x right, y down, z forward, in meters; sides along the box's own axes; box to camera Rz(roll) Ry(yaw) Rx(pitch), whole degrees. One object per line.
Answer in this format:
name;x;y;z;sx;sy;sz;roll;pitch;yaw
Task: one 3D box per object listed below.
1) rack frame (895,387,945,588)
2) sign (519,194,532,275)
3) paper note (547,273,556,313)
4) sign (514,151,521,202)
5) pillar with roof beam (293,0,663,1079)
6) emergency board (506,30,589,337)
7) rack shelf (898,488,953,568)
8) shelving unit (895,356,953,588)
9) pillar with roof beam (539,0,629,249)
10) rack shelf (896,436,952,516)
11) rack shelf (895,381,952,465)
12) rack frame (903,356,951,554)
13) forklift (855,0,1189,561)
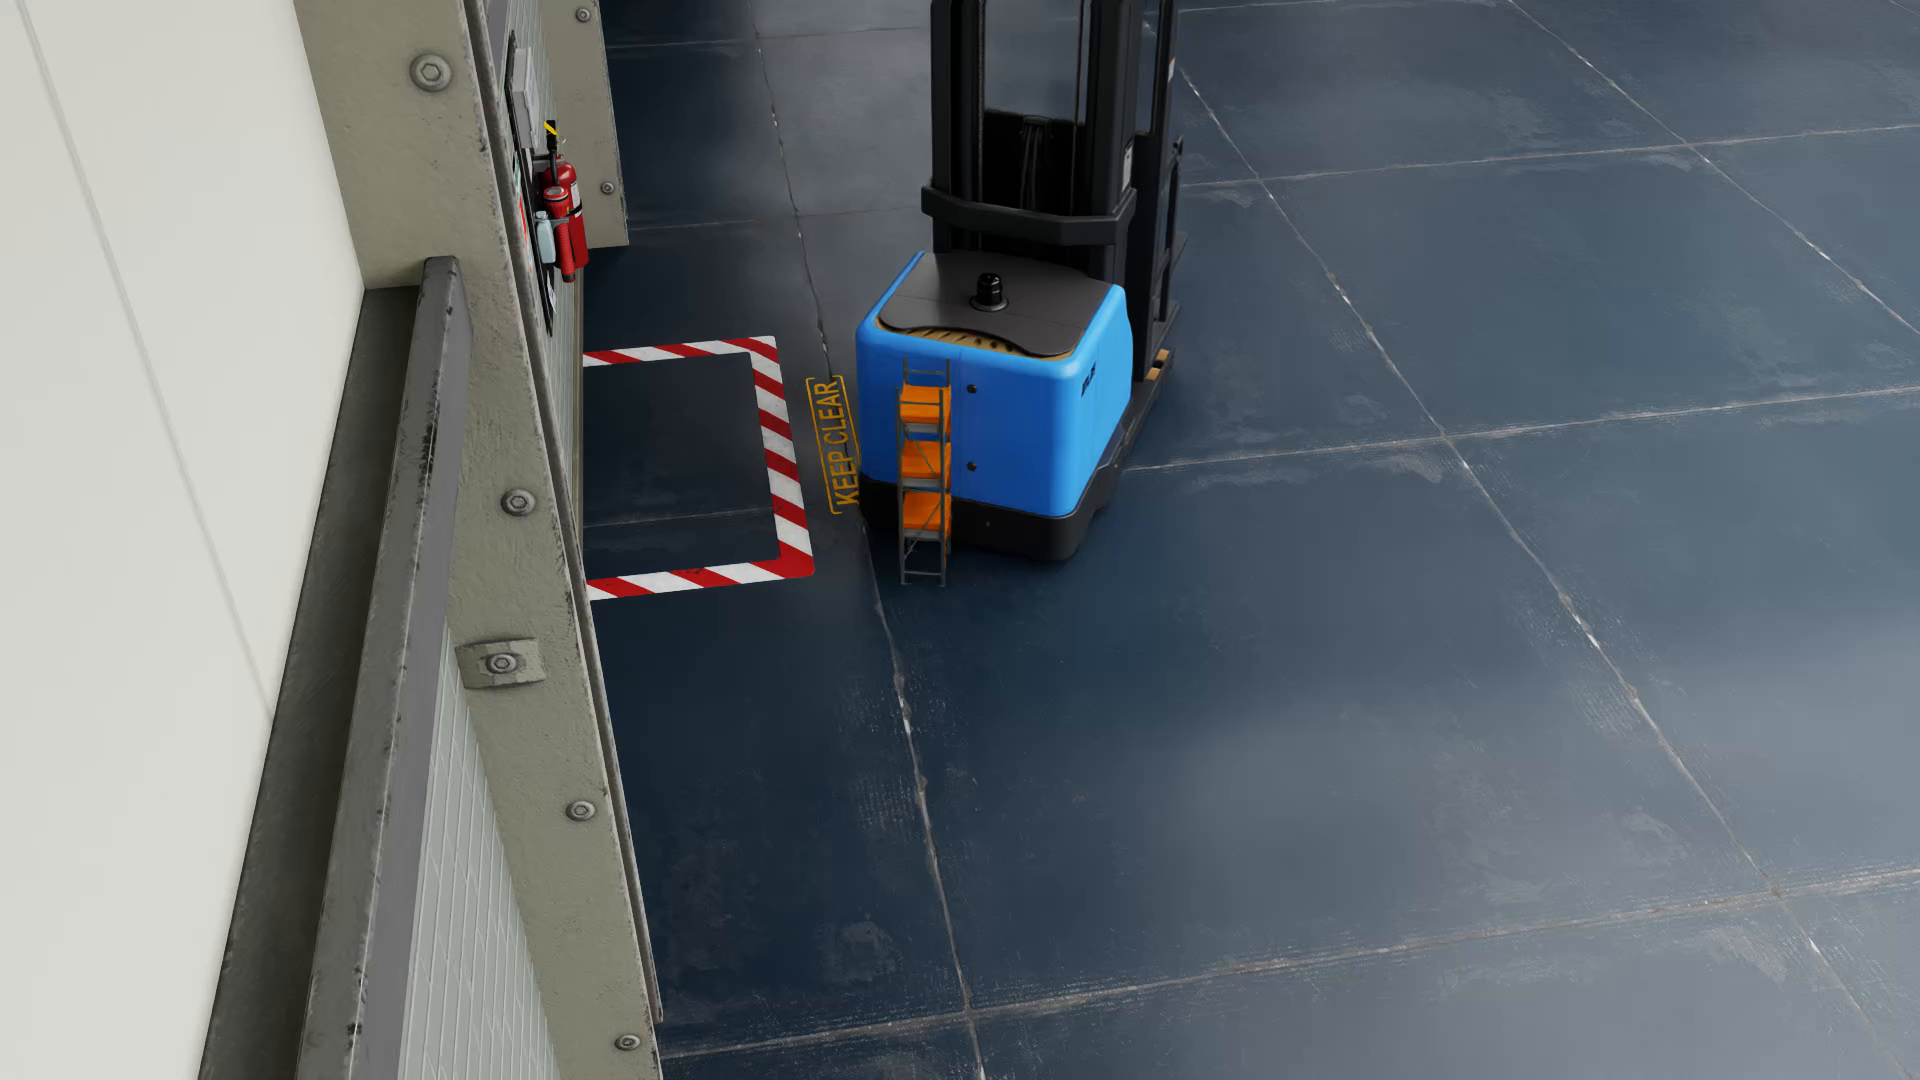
rack frame;-0.167;-0.208;7.163;0.200;1.050;0.008;4;38;5
sign;-1.796;-1.242;6.874;0.001;0.329;0.234;-6;38;-8
paper note;-1.829;-1.110;7.452;0.016;0.148;0.142;-6;38;-8
sign;-1.788;-1.455;6.716;0.001;0.109;0.331;-6;38;-8
pillar with roof beam;3.103;-2.277;3.346;9.100;9.000;0.400;-6;38;-8
emergency board;-1.792;-1.573;7.329;0.194;1.169;0.643;-6;38;-8
rack shelf;-0.154;-0.055;7.435;0.215;0.259;0.240;4;38;5
shelving unit;-0.154;-0.283;7.258;0.215;1.050;0.252;4;38;5
pillar with roof beam;2.051;-5.901;8.011;9.100;9.000;0.400;-6;38;-8
rack shelf;-0.154;-0.274;7.265;0.215;0.259;0.240;4;38;5
rack shelf;-0.154;-0.499;7.091;0.215;0.259;0.240;4;38;5
rack frame;-0.140;-0.357;7.354;0.200;1.050;0.008;4;38;5
forklift;0.503;-1.970;7.897;1.130;2.935;3.031;12;40;15
